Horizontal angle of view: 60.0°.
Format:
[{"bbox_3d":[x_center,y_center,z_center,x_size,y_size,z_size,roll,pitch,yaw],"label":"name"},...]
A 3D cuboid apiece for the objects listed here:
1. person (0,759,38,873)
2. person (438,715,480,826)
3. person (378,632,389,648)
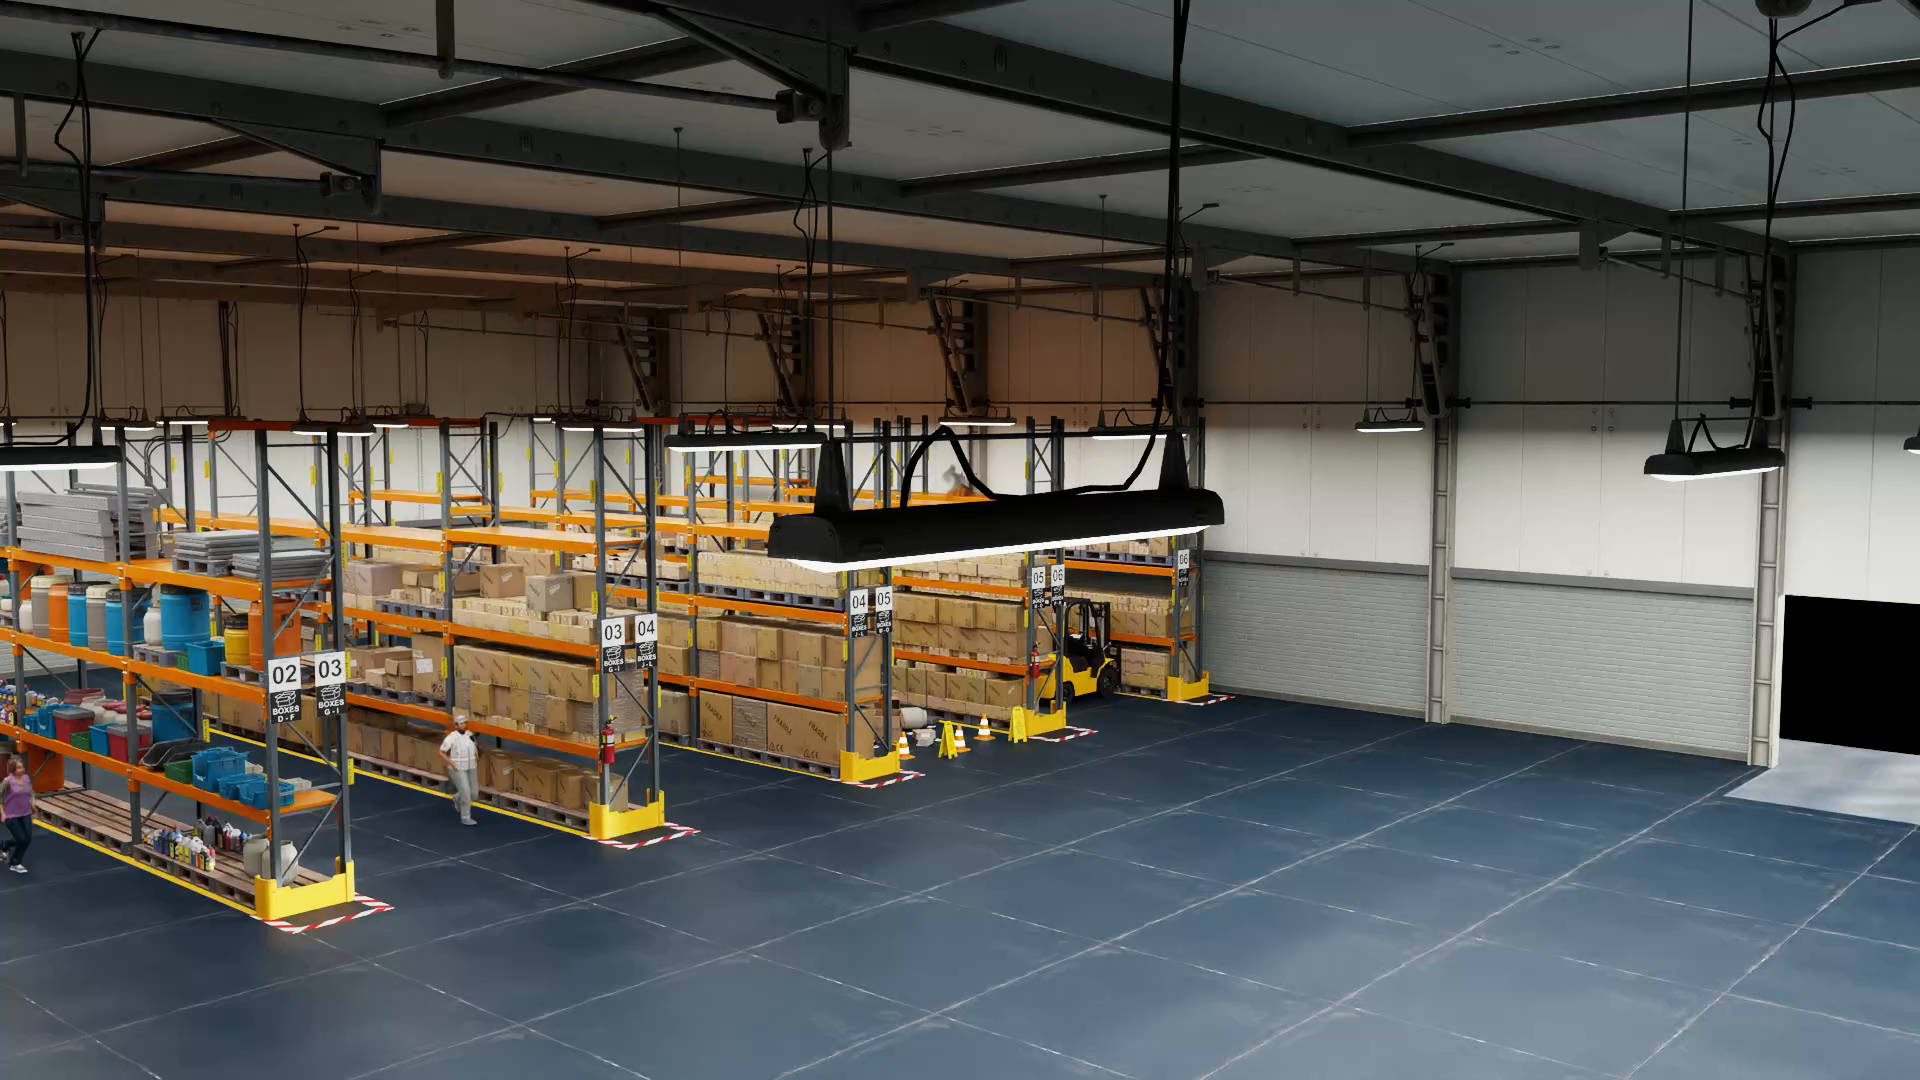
[{"bbox_3d":[-12.681,3.714,22.360,0.577,1.543,0.522,3,5,28],"label":"person"},{"bbox_3d":[-7.512,3.441,25.026,0.727,1.624,0.615,4,6,39],"label":"person"},{"bbox_3d":[-13.878,2.170,39.914,0.511,1.688,0.764,0,5,-4],"label":"person"}]
